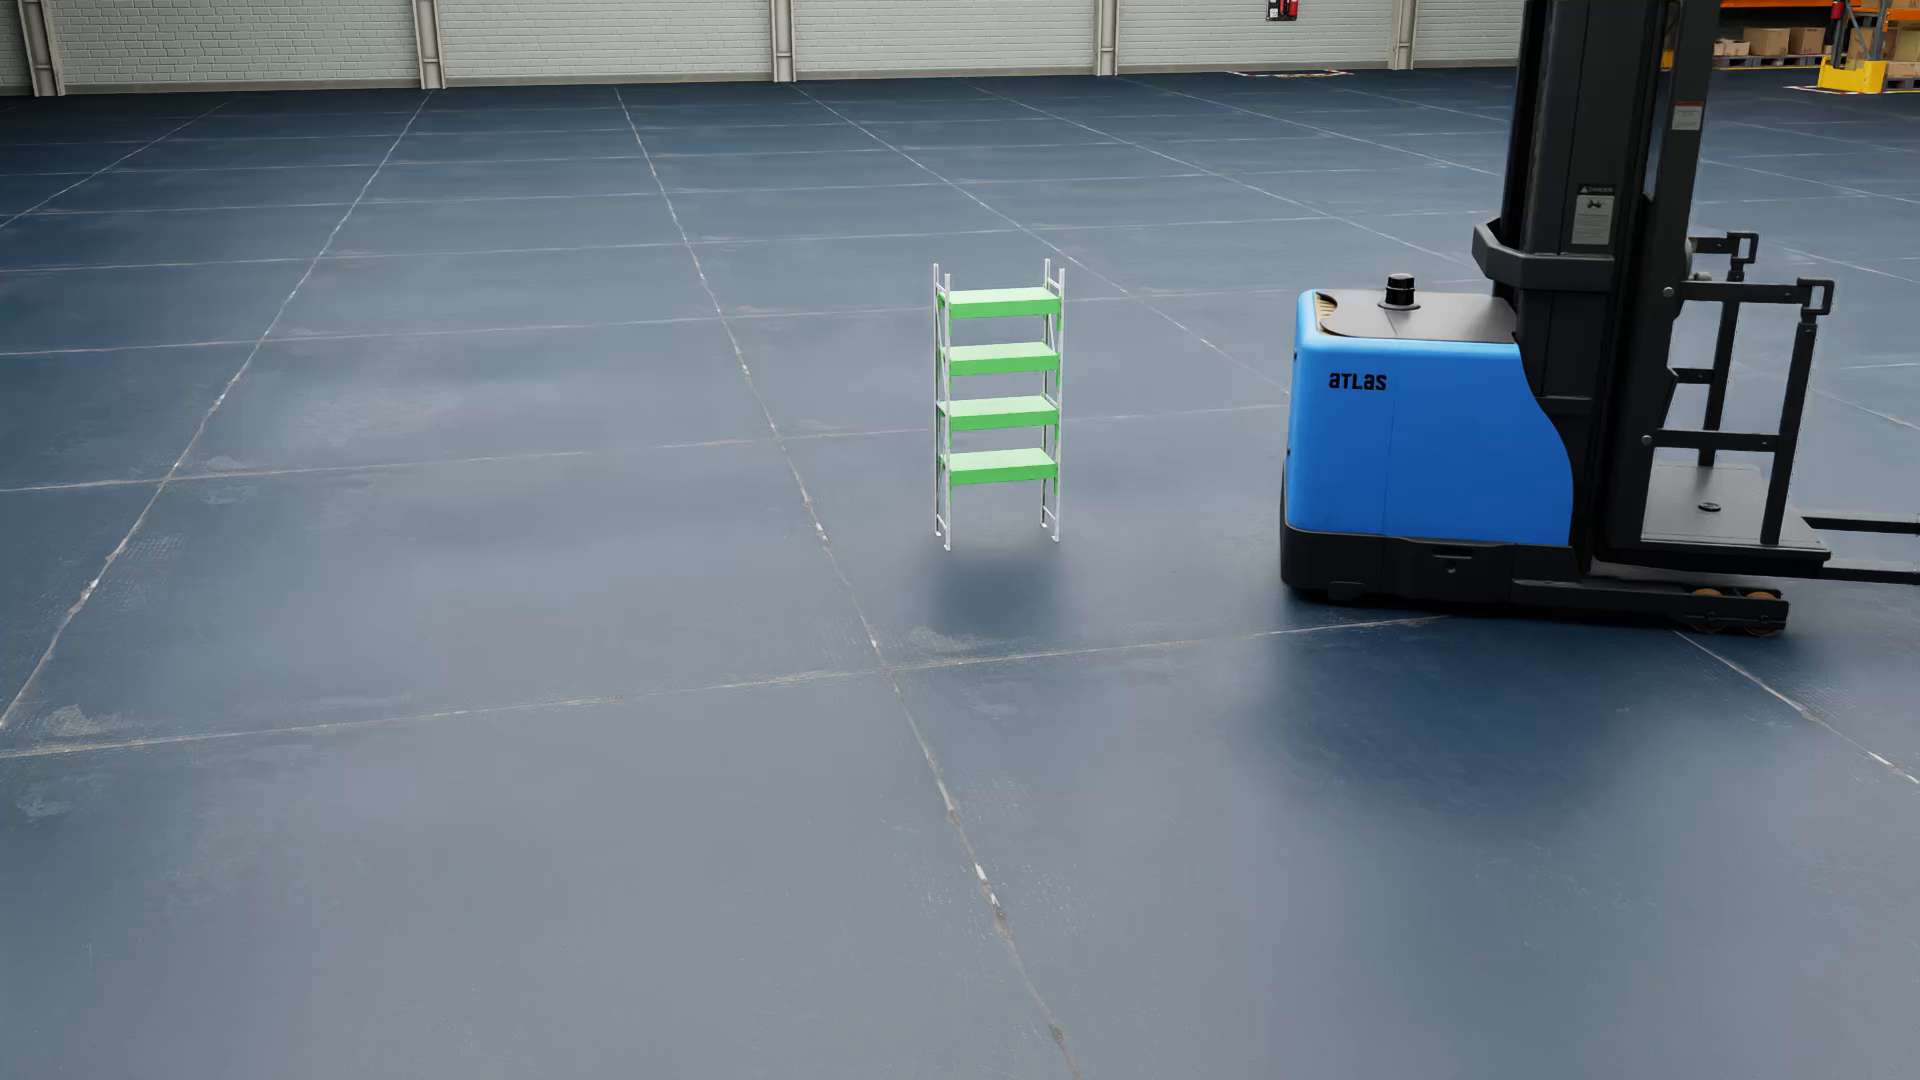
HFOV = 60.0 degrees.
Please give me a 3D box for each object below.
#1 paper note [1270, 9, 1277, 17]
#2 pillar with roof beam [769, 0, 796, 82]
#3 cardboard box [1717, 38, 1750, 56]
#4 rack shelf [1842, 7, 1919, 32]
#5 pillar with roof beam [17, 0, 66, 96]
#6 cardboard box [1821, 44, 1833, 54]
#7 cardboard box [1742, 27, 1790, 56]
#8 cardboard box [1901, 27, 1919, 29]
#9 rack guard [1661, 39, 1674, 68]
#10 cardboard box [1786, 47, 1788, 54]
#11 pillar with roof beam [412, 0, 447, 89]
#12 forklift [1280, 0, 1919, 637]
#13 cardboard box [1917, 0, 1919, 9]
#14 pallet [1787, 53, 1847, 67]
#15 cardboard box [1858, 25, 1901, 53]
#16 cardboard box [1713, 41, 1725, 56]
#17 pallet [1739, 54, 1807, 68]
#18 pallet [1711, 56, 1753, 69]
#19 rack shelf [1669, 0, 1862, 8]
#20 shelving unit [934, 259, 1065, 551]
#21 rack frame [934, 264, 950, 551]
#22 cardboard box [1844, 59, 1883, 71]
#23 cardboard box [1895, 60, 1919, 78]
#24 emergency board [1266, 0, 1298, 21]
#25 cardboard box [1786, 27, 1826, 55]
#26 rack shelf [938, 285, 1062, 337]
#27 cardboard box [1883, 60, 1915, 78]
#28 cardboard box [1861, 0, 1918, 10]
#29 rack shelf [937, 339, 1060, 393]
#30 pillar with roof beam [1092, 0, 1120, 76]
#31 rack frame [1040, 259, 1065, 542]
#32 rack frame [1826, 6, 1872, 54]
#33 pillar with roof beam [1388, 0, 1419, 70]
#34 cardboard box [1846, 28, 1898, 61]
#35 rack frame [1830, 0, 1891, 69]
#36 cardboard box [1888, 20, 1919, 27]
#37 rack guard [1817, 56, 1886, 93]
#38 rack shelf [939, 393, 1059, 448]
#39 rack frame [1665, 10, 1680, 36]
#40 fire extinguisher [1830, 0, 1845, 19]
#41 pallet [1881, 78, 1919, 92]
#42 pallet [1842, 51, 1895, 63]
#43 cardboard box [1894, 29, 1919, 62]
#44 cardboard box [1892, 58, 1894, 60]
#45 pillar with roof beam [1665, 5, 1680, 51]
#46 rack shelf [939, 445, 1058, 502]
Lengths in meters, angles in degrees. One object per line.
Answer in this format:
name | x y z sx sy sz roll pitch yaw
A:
paper note | 5.936 -9.966 31.440 0.142 0.148 0.016 -5 21 -12
pillar with roof beam | -2.150 -10.979 24.204 0.400 9.000 9.100 -5 21 -12
cardboard box | 15.143 -9.697 32.694 0.500 0.311 0.500 -3 20 -8
rack shelf | 16.984 -8.846 28.147 4.000 0.370 1.077 -5 21 -12
pillar with roof beam | -13.828 -10.029 21.611 0.400 9.000 9.100 -5 21 -12
cardboard box | 17.273 -9.823 33.250 0.250 0.166 0.380 -7 21 -20
cardboard box | 15.869 -9.827 32.775 0.500 0.500 0.700 -6 21 -16
cardboard box | 16.461 -8.509 28.480 0.500 0.500 0.500 -5 21 -12
rack guard | 13.968 -9.515 32.564 0.348 0.500 1.175 -5 21 -12
cardboard box | 16.226 -9.748 33.069 0.250 0.149 0.380 -6 21 -17
pillar with roof beam | -7.989 -10.504 22.907 0.400 9.000 9.100 -5 21 -12
forklift | 2.855 -1.208 6.350 3.031 2.935 1.130 3 20 9
cardboard box | 16.005 -9.148 27.781 0.500 0.500 0.700 -4 21 -11
pallet | 17.142 -9.625 33.284 1.213 0.211 1.003 -5 21 -12
cardboard box | 18.500 -10.096 33.510 0.500 0.500 0.700 -4 20 -11
cardboard box | 14.588 -9.652 32.571 0.500 0.311 0.500 -7 21 -19
pallet | 15.952 -9.527 33.017 1.213 0.211 1.003 -5 21 -12
pallet | 14.767 -9.432 32.756 1.213 0.211 1.003 -5 21 -12
rack shelf | 15.841 -10.504 32.673 4.000 0.370 1.077 -5 21 -12
shelving unit | 0.161 -0.576 7.144 0.503 1.200 0.258 -5 21 -12
rack frame | -0.076 -0.557 7.091 0.015 1.200 0.240 -5 21 -12
cardboard box | 15.492 -8.073 28.378 0.500 0.250 0.500 -5 21 -12
cardboard box | 16.097 -7.940 28.016 0.500 0.250 0.500 -5 21 -12
emergency board | 6.124 -10.370 31.263 0.643 1.169 0.194 -5 21 -12
cardboard box | 16.786 -9.937 33.075 0.500 0.500 0.500 -6 21 -17
rack shelf | 0.161 -0.967 7.001 0.480 0.148 0.258 -5 21 -12
cardboard box | 15.611 -7.899 27.905 0.500 0.250 0.500 -5 21 -12
cardboard box | 15.495 -9.105 27.663 0.500 0.500 0.700 -5 21 -12
rack shelf | 0.161 -0.742 7.083 0.480 0.148 0.258 -5 21 -12
pillar with roof beam | 3.689 -11.454 25.500 0.400 9.000 9.100 -5 21 -12
rack frame | 0.399 -0.596 7.197 0.015 1.200 0.240 -5 21 -12
rack frame | 17.787 -11.000 32.981 0.127 3.000 1.000 -5 21 -12
pillar with roof beam | 9.528 -11.929 26.797 0.400 9.000 9.100 -5 21 -12
cardboard box | 15.491 -8.425 28.251 0.500 0.500 0.500 -5 21 -12
rack frame | 15.038 -9.025 27.591 0.127 3.000 1.000 -5 21 -12
cardboard box | 18.927 -10.484 33.479 0.500 0.250 0.500 -5 21 -14
rack guard | 15.015 -7.849 28.016 0.348 0.500 1.175 -5 21 -12
rack shelf | 0.161 -0.516 7.166 0.480 0.148 0.258 -5 21 -12
rack frame | 13.894 -10.683 32.117 0.127 3.000 1.000 -5 21 -12
fire extinguisher | 14.816 -9.135 28.004 0.183 0.674 0.296 -5 21 -12
pallet | 15.773 -7.790 28.275 1.213 0.211 1.003 -5 21 -12
pallet | 18.544 -9.752 33.631 1.213 0.211 1.003 -5 21 -12
cardboard box | 16.097 -8.292 27.886 0.500 0.500 0.500 -5 21 -12
cardboard box | 15.976 -8.116 28.497 0.500 0.250 0.500 -5 21 -12
pillar with roof beam | 15.367 -12.404 28.093 0.400 9.000 9.100 -5 21 -12
rack shelf | 0.161 -0.291 7.249 0.480 0.148 0.258 -5 21 -12
